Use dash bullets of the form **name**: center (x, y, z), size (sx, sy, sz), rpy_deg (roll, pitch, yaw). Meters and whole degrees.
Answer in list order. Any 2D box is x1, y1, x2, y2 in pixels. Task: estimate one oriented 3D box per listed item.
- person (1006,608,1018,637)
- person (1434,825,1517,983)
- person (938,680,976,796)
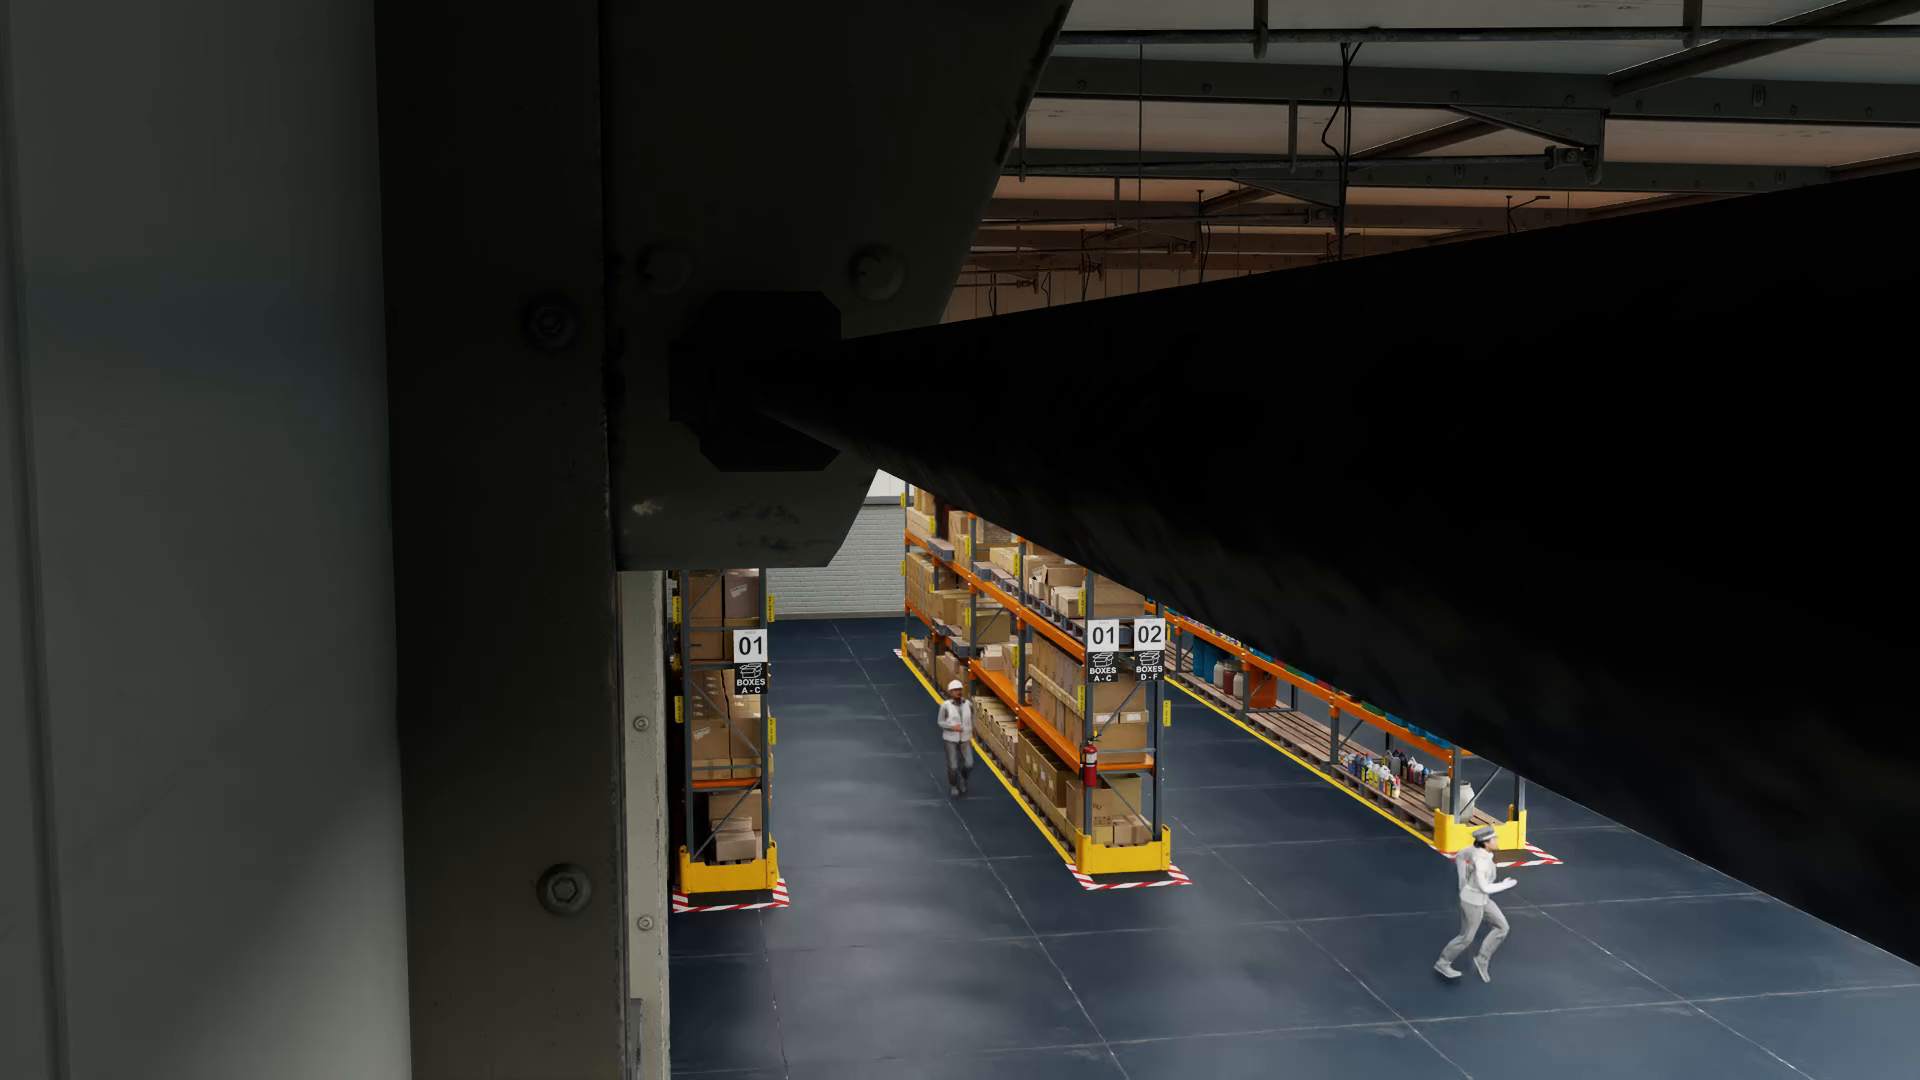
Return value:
- **person**: center (1.247, 1.813, 35.815), size (0.569, 1.664, 0.669), rpy_deg (-2, 6, -17)
- **person**: center (5.296, 3.722, 17.073), size (0.785, 1.673, 0.642), rpy_deg (2, 6, 19)
- **person**: center (-0.016, 2.924, 24.431), size (0.631, 1.732, 0.624), rpy_deg (-2, 6, -15)
